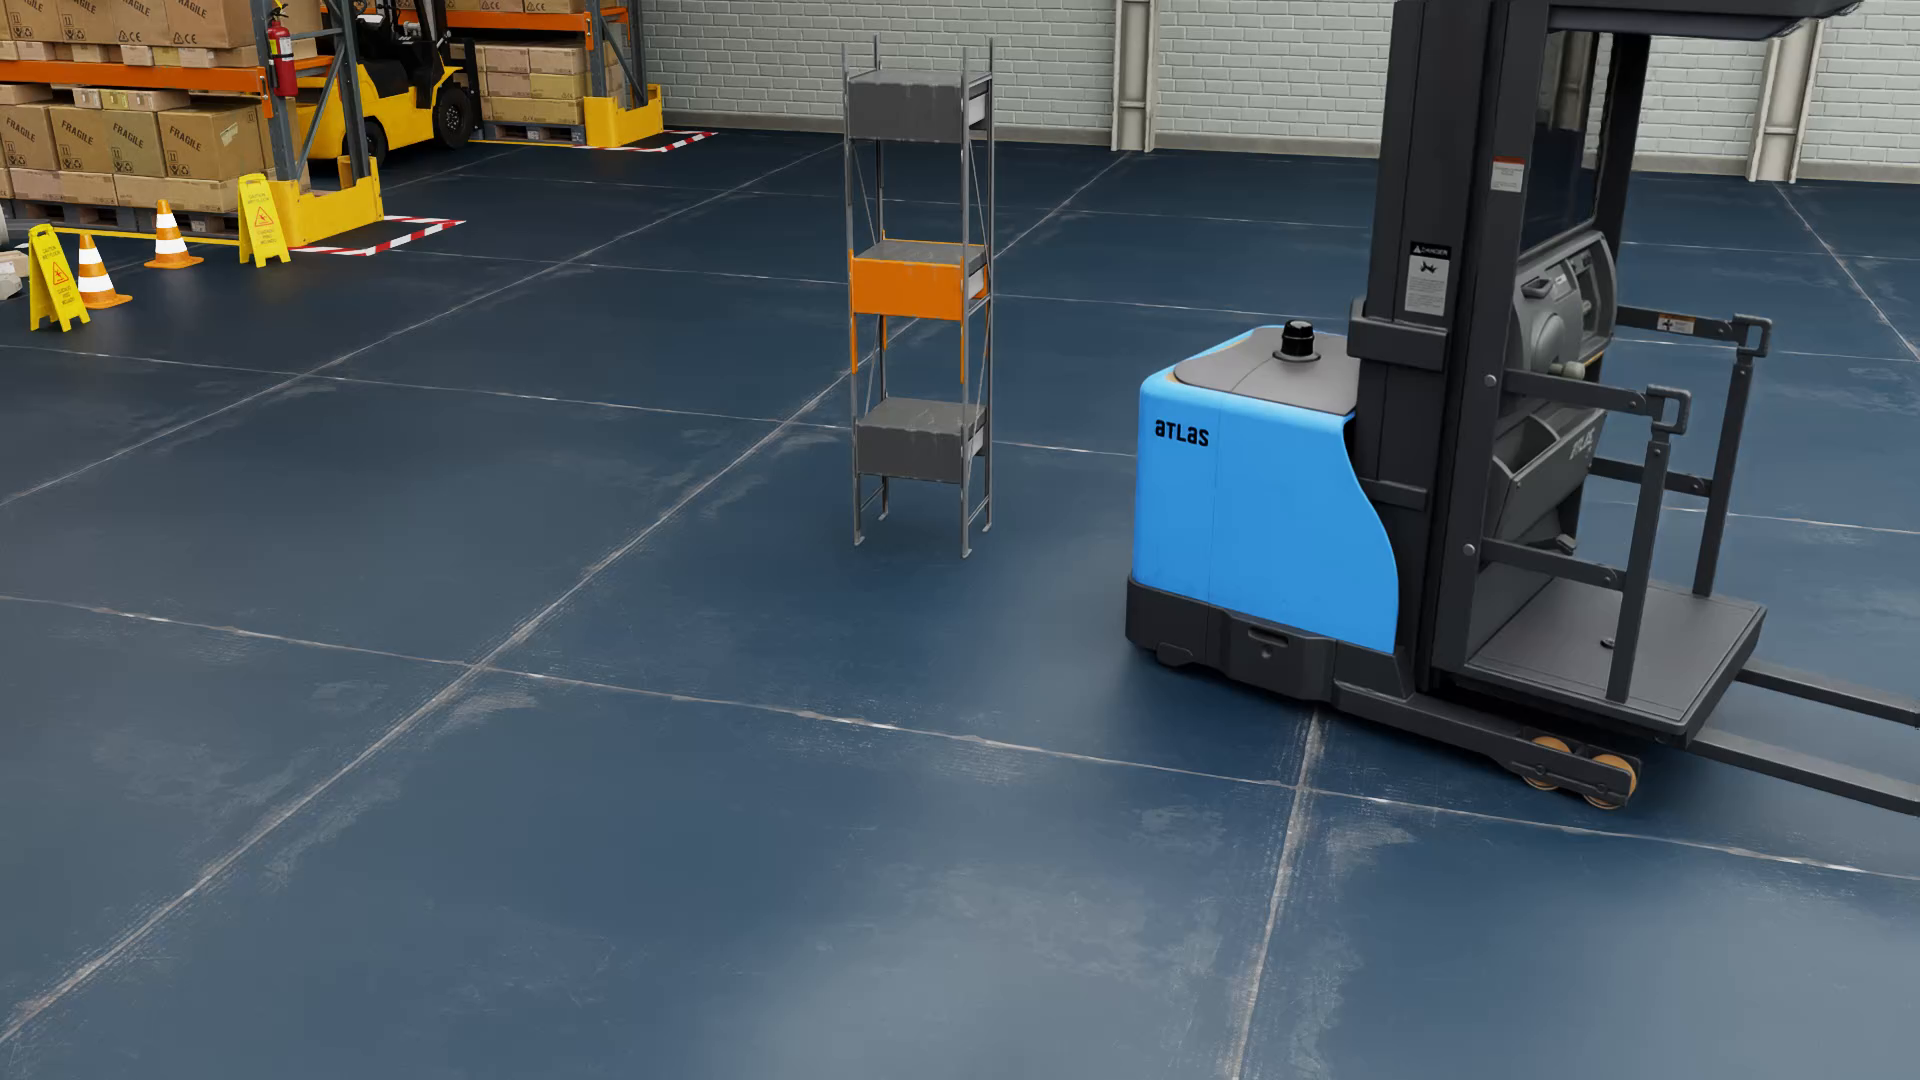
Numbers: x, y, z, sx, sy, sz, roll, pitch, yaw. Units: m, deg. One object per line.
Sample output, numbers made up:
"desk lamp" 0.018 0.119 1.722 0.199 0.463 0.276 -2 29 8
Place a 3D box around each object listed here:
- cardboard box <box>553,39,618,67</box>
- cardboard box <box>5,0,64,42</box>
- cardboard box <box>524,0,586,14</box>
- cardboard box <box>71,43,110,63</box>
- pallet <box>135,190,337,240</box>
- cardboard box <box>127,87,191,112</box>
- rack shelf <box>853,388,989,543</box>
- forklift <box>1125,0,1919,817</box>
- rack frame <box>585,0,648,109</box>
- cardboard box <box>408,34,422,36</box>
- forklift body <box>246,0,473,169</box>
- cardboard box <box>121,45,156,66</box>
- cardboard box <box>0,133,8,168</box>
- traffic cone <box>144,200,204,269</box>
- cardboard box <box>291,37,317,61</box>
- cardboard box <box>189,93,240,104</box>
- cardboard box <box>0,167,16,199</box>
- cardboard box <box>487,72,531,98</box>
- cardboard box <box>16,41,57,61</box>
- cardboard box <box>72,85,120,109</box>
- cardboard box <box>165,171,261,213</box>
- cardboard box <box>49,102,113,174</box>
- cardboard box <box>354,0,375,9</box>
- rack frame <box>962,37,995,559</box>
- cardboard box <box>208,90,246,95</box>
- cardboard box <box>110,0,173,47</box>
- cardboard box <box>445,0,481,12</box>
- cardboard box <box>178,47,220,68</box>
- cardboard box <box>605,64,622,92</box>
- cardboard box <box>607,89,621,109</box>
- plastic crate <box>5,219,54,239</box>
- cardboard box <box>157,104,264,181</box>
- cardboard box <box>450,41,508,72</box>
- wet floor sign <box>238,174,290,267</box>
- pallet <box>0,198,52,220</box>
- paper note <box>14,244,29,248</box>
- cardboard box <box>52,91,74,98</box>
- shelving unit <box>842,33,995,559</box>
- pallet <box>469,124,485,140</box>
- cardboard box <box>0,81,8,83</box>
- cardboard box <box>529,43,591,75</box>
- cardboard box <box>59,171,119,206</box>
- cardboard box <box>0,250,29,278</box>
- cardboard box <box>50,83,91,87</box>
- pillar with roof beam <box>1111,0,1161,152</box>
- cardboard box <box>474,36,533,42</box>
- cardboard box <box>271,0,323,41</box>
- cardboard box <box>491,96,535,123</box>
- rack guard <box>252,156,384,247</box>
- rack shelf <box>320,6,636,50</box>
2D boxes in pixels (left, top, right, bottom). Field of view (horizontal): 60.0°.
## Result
"cardboard box" -3.972 -5.155 17.638 0.500 0.250 0.500 6 23 15
"cardboard box" -7.031 -4.164 12.945 0.500 0.500 0.500 7 23 16
"cardboard box" -4.113 -5.654 16.970 0.500 0.500 0.500 6 23 14
"cardboard box" -6.661 -3.807 12.930 0.250 0.149 0.380 6 23 15
"pallet" -5.837 -2.666 13.490 1.213 0.211 1.003 7 23 16
"cardboard box" -6.210 -3.424 12.891 0.250 0.149 0.380 7 23 17
"rack shelf" -0.158 -0.329 7.187 0.480 0.518 0.431 7 23 16
"forklift" 2.103 -0.741 5.214 3.031 2.935 1.130 16 27 33
"rack frame" -3.566 -5.649 17.090 0.127 3.000 1.000 7 23 16
"cardboard box" -5.899 -5.378 18.182 0.500 0.250 0.500 7 23 16
"forklift body" -5.909 -4.802 16.142 1.214 2.155 2.313 7 23 16
"cardboard box" -6.185 -3.733 12.749 0.250 0.149 0.380 7 23 16
"cardboard box" -7.823 -3.336 13.532 0.500 0.500 0.500 8 23 18
"traffic cone" -5.781 -2.250 12.146 0.334 0.463 0.336 7 23 16
"cardboard box" -5.262 -3.842 13.014 0.250 0.149 0.380 7 23 16
"cardboard box" -6.214 -3.362 13.594 0.500 0.500 0.500 6 23 14
"cardboard box" -7.825 -2.989 13.674 0.500 0.250 0.500 8 24 19
"cardboard box" -4.599 -4.801 17.434 0.500 0.250 0.500 6 23 15
"cardboard box" -7.146 -3.856 13.048 0.250 0.149 0.380 6 23 15
"cardboard box" -6.701 -3.482 13.033 0.250 0.149 0.380 8 23 18
"cardboard box" -5.871 -2.761 13.118 0.500 0.250 0.500 6 23 15
"cardboard box" -6.820 -3.221 13.253 0.500 0.500 0.500 6 23 14
"cardboard box" -6.058 -5.884 17.531 0.500 0.500 0.500 6 23 15
"rack frame" 0.075 -0.963 6.851 0.015 2.100 0.400 7 23 16
"cardboard box" -7.898 -5.237 18.659 0.625 0.625 0.875 8 24 18
"cardboard box" -6.074 -4.045 12.656 0.500 0.500 0.500 7 23 16
"cardboard box" -5.098 -5.770 17.253 0.500 0.500 0.500 6 23 14
"cardboard box" -5.691 -3.680 12.620 0.250 0.149 0.380 6 23 15
"cardboard box" -3.956 -4.930 17.747 0.500 0.250 0.500 7 23 16
"cardboard box" -3.980 -4.696 17.836 0.500 0.250 0.500 7 23 16
"plastic crate" -7.560 -2.463 13.169 0.583 0.080 0.402 -1 22 -3
"cardboard box" -5.839 -3.108 12.975 0.500 0.500 0.500 7 23 16
"cardboard box" -5.074 -5.077 17.446 0.500 0.250 0.500 7 23 16
"wet floor sign" -5.124 -2.347 12.140 0.232 0.644 0.267 16 27 34
"pallet" -8.173 -2.933 14.142 1.213 0.211 1.003 7 23 16
"paper note" -7.153 -2.269 12.761 0.148 0.019 0.142 -1 22 -3
"cardboard box" -7.206 -3.475 13.871 0.500 0.500 0.500 8 24 18
"shelving unit" -0.158 -0.990 6.916 0.503 2.100 0.431 7 23 16
"pallet" -5.475 -4.562 18.114 1.213 0.211 1.003 7 23 15
"cardboard box" -7.744 -3.599 13.319 0.250 0.149 0.380 7 23 18
"cardboard box" -4.097 -4.971 17.189 0.500 0.250 0.500 7 23 17
"cardboard box" -6.844 -2.873 13.392 0.500 0.250 0.500 6 23 14
"cardboard box" -6.834 -1.936 11.794 0.380 0.149 0.250 -20 29 -39
"cardboard box" -10.004 -5.480 19.252 0.625 0.625 0.875 7 23 17
"pillar with roof beam" 0.528 -6.607 11.519 0.400 9.000 9.100 7 23 16
"cardboard box" -4.927 -5.268 17.912 0.500 0.250 0.500 6 23 15
"cardboard box" -5.370 -4.182 12.989 0.500 0.500 0.500 6 23 15
"cardboard box" -4.581 -4.566 17.519 0.500 0.250 0.500 7 23 15
"rack guard" -5.069 -2.697 13.187 0.348 0.500 1.175 7 23 16
"rack shelf" -5.481 -5.536 17.761 4.000 0.370 1.077 7 23 16
